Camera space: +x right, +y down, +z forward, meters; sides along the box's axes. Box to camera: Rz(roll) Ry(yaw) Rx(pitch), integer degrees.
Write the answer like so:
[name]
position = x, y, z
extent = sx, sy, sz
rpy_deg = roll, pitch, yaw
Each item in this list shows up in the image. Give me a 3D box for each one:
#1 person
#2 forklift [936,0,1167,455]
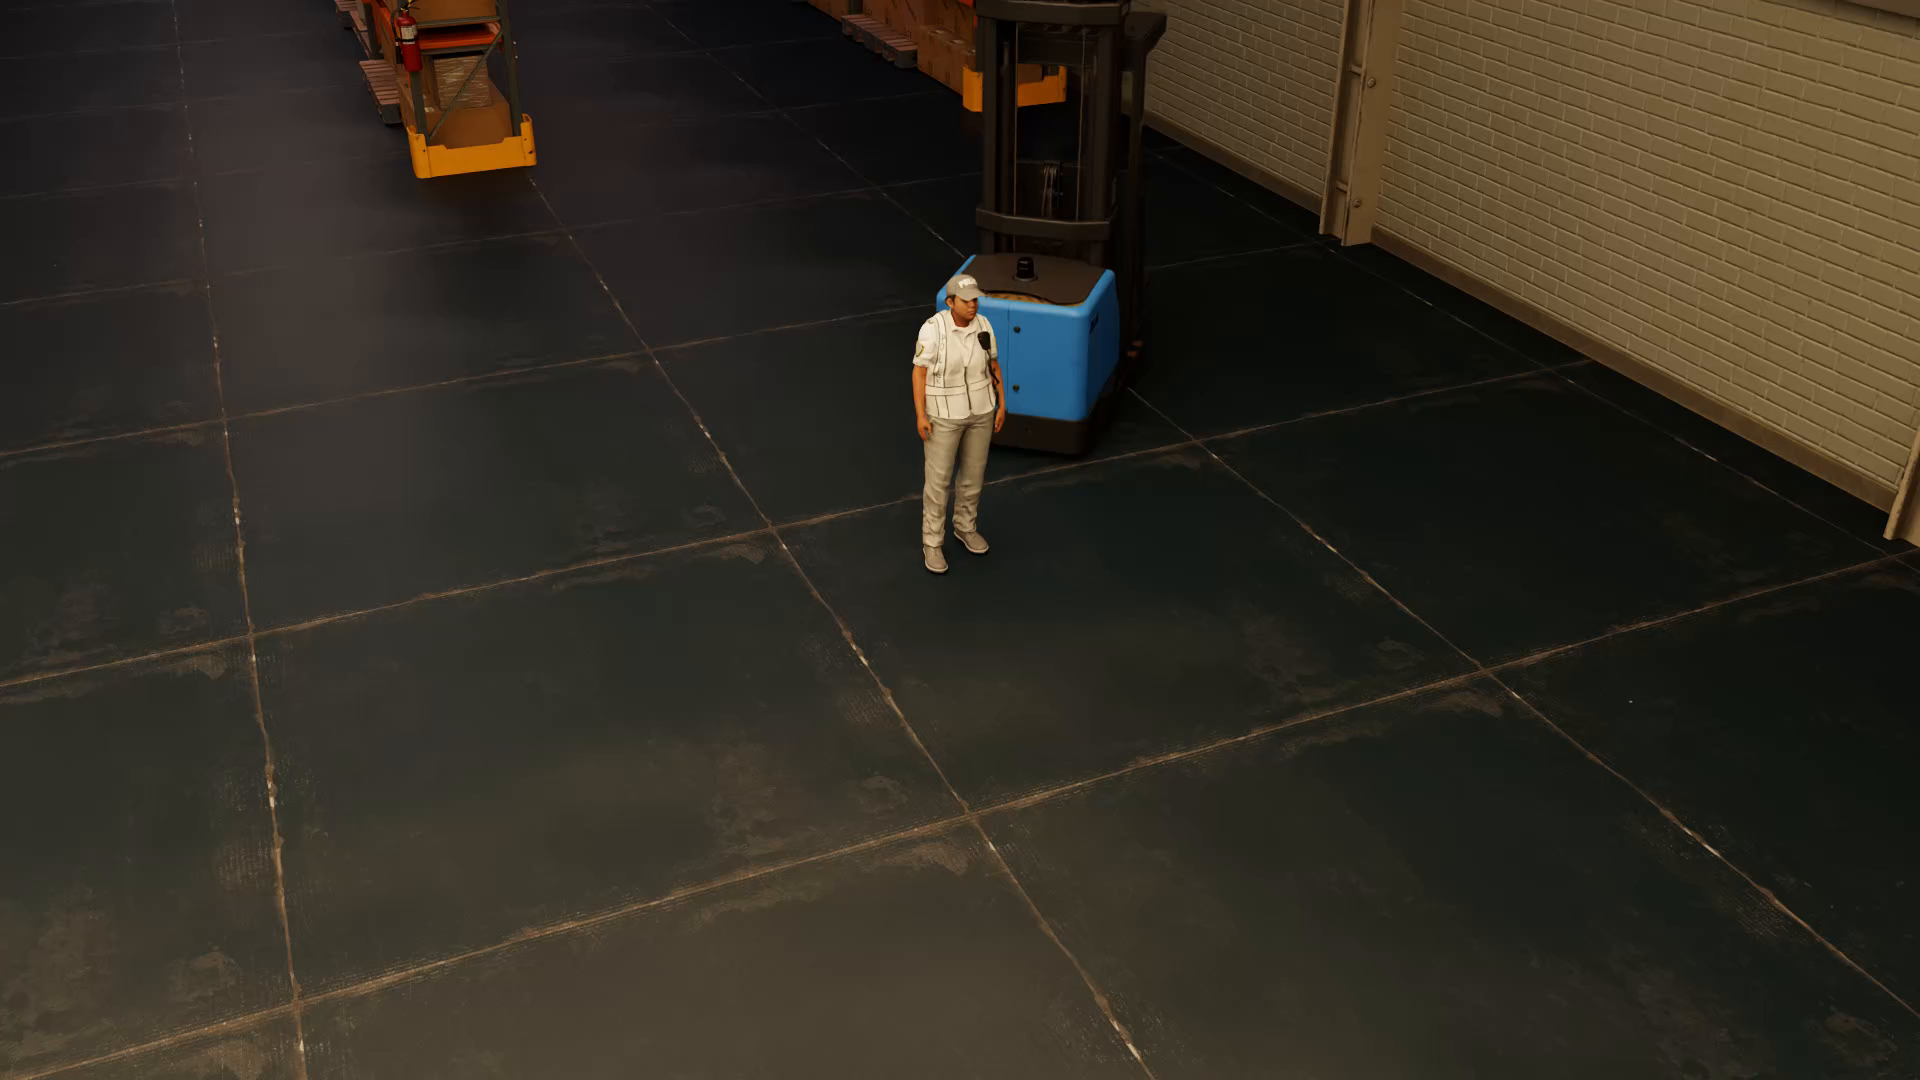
[person]
position = 0.010, -0.686, 9.589
extent = 0.599, 1.661, 0.529
rpy_deg = -12, 32, -20
[forklift]
position = 0.759, -2.551, 11.581
extent = 1.130, 2.935, 3.031
rpy_deg = 9, 31, 15
